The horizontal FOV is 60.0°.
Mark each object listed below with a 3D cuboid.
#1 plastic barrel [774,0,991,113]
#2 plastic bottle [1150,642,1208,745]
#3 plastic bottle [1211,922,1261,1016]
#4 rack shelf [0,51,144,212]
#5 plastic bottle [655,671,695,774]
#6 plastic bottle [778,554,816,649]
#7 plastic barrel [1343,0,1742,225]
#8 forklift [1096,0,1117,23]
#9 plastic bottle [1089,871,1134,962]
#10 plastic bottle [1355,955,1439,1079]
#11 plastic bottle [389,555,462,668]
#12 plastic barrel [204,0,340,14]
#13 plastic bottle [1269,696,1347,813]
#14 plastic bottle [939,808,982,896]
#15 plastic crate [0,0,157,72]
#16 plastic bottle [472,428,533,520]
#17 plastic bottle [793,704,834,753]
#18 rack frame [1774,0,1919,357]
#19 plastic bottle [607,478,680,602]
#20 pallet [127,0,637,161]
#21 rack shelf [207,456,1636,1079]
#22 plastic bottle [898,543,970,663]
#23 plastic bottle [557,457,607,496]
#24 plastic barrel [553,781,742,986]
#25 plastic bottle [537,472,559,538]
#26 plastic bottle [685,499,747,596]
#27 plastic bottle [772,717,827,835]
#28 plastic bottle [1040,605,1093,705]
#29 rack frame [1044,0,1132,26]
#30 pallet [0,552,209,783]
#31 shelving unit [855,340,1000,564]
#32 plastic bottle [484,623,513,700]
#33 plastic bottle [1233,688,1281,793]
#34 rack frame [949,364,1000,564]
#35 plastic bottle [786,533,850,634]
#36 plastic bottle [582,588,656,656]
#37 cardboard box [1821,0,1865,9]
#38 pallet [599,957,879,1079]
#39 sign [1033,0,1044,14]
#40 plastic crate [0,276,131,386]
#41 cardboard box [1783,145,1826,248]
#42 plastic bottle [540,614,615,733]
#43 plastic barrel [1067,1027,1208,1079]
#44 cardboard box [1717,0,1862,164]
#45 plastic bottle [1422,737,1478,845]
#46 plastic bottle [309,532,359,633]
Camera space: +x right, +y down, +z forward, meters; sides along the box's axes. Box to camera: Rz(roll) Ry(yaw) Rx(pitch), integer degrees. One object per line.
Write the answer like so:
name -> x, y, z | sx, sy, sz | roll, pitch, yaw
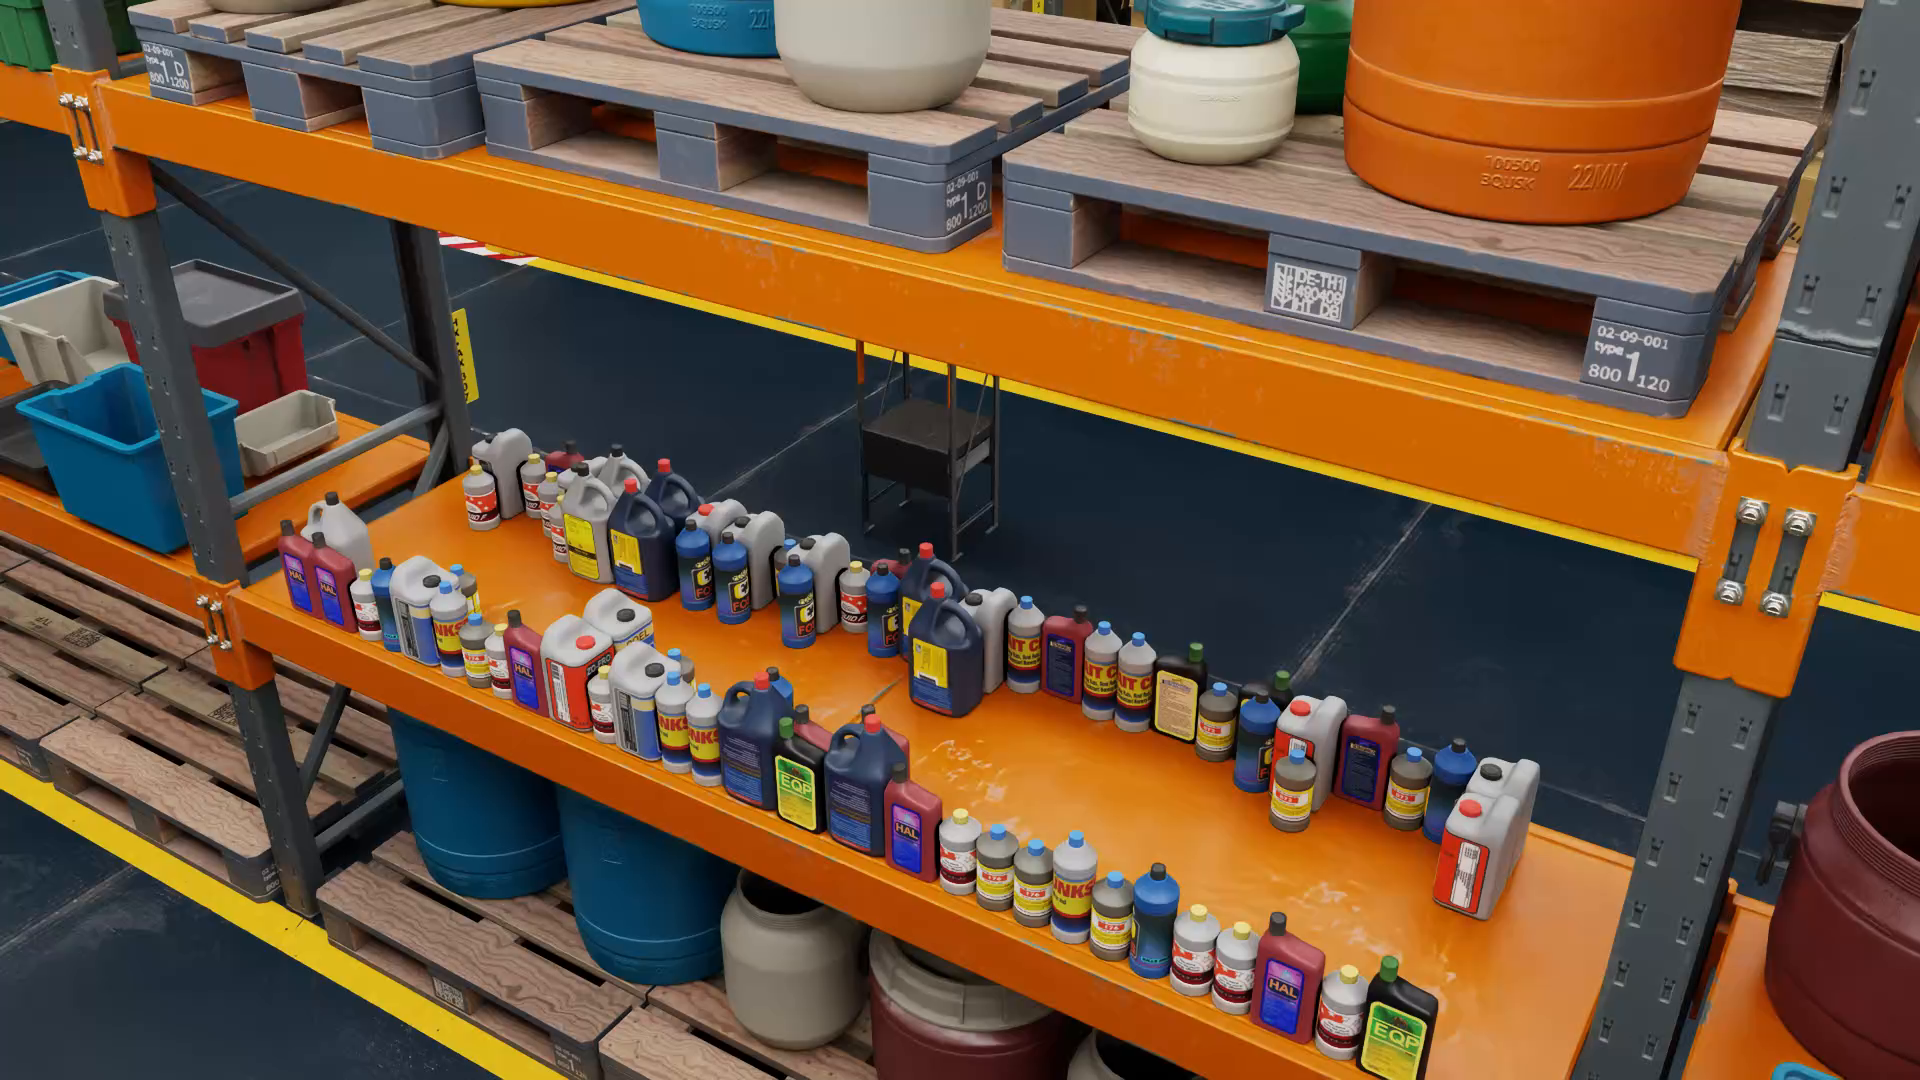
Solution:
plastic barrel -> -0.150, -1.124, 3.172 | 0.433, 0.535, 0.433 | 0, 30, 0
plastic bottle -> 0.560, 0.378, 4.242 | 0.133, 0.283, 0.061 | 18, 35, 27
plastic bottle -> 0.579, 0.881, 3.460 | 0.097, 0.201, 0.097 | 0, 30, 0
rack shelf -> -3.650, -1.770, 5.544 | 4.000, 0.370, 1.077 | 18, 35, 27
plastic bottle -> -0.703, 0.446, 4.137 | 0.097, 0.271, 0.097 | 0, 30, 0
plastic bottle -> -0.454, 0.163, 4.621 | 0.097, 0.271, 0.097 | 0, 30, 0
plastic barrel -> 0.952, -0.994, 2.657 | 0.708, 0.830, 0.600 | 18, 35, 27
forklift -> 1.409, -3.522, 10.879 | 3.031, 2.935, 1.130 | 17, 34, 27
plastic bottle -> 0.331, 0.803, 3.594 | 0.097, 0.201, 0.097 | 0, 30, 0
plastic bottle -> 0.862, 0.946, 3.267 | 0.133, 0.283, 0.061 | 18, 35, 27
plastic bottle -> -1.457, 0.189, 4.573 | 0.135, 0.276, 0.152 | 18, 35, 27
plastic barrel -> -1.644, -1.537, 3.880 | 0.433, 0.535, 0.433 | 0, 30, 0
plastic bottle -> 0.845, 0.498, 4.043 | 0.135, 0.276, 0.152 | 18, 35, 27
plastic bottle -> 0.001, 0.699, 3.773 | 0.097, 0.201, 0.097 | 0, 30, 0
plastic crate -> -2.476, -1.438, 4.472 | 0.662, 0.188, 0.450 | 18, 35, 27
plastic bottle -> -1.451, -0.228, 5.287 | 0.135, 0.276, 0.152 | 18, 35, 27
plastic bottle -> -0.343, 0.529, 3.982 | 0.133, 0.283, 0.061 | 18, 35, 27
rack frame -> 1.431, -1.769, 1.852 | 0.127, 3.000, 1.000 | 18, 35, 27
plastic bottle -> -0.924, -0.010, 4.840 | 0.185, 0.351, 0.144 | 18, 35, 27
pallet -> -1.241, -1.295, 4.204 | 1.003, 0.211, 1.213 | 18, 35, 27
rack shelf -> -0.263, 0.597, 4.463 | 4.000, 0.370, 1.077 | 18, 35, 27
plastic bottle -> -0.071, 0.174, 4.524 | 0.185, 0.351, 0.144 | 18, 35, 27
plastic bottle -> -1.141, -0.130, 5.120 | 0.135, 0.276, 0.152 | 18, 35, 27
plastic barrel -> -0.905, 0.818, 5.036 | 0.708, 0.901, 0.600 | 18, 35, 27
plastic bottle -> -1.257, -0.115, 5.167 | 0.097, 0.201, 0.097 | 0, 30, 0
plastic bottle -> -0.714, 0.005, 4.888 | 0.135, 0.276, 0.152 | 18, 35, 27
plastic bottle -> -0.376, 0.555, 3.938 | 0.133, 0.283, 0.061 | 18, 35, 27
plastic bottle -> 0.282, 0.290, 4.392 | 0.133, 0.283, 0.061 | 18, 35, 27
rack frame -> 0.677, -2.363, 8.824 | 0.127, 3.000, 1.000 | 18, 35, 27
pallet -> -3.637, 0.448, 6.772 | 1.213, 0.211, 1.003 | 18, 35, 27
shelving unit -> -0.140, -0.951, 7.297 | 0.503, 2.100, 0.431 | 18, 35, 27
plastic bottle -> -1.208, 0.316, 4.429 | 0.097, 0.201, 0.097 | 0, 30, 0
plastic bottle -> 0.729, 0.483, 4.073 | 0.097, 0.271, 0.097 | 0, 30, 0
rack frame -> 0.066, -0.886, 7.185 | 0.015, 2.100, 0.400 | 18, 35, 27
plastic bottle -> -0.404, 0.103, 4.720 | 0.135, 0.276, 0.152 | 18, 35, 27
plastic bottle -> -0.902, 0.274, 4.427 | 0.135, 0.276, 0.152 | 18, 35, 27
cardboard box -> 5.697, -3.526, 10.650 | 0.250, 0.149, 0.380 | 18, 35, 28
pallet -> -0.288, 1.506, 4.959 | 1.213, 0.211, 1.003 | 18, 35, 27
sign -> 0.383, -2.534, 8.179 | 0.005, 0.325, 0.100 | 18, 35, 27
plastic crate -> -3.152, -0.712, 6.051 | 0.530, 0.282, 0.437 | 18, 35, 27
cardboard box -> 3.515, -1.361, 7.007 | 0.500, 0.500, 0.500 | 19, 35, 29
plastic bottle -> -0.983, 0.339, 4.315 | 0.135, 0.276, 0.152 | 18, 35, 27
plastic barrel -> 0.482, 1.479, 4.291 | 0.421, 0.512, 0.421 | 0, 30, 0
cardboard box -> 3.454, -1.971, 7.057 | 0.637, 0.503, 0.797 | 19, 35, 29
plastic bottle -> 1.153, 0.581, 3.905 | 0.097, 0.271, 0.097 | 0, 30, 0
plastic bottle -> -1.760, 0.117, 4.688 | 0.133, 0.283, 0.061 | 18, 35, 27
